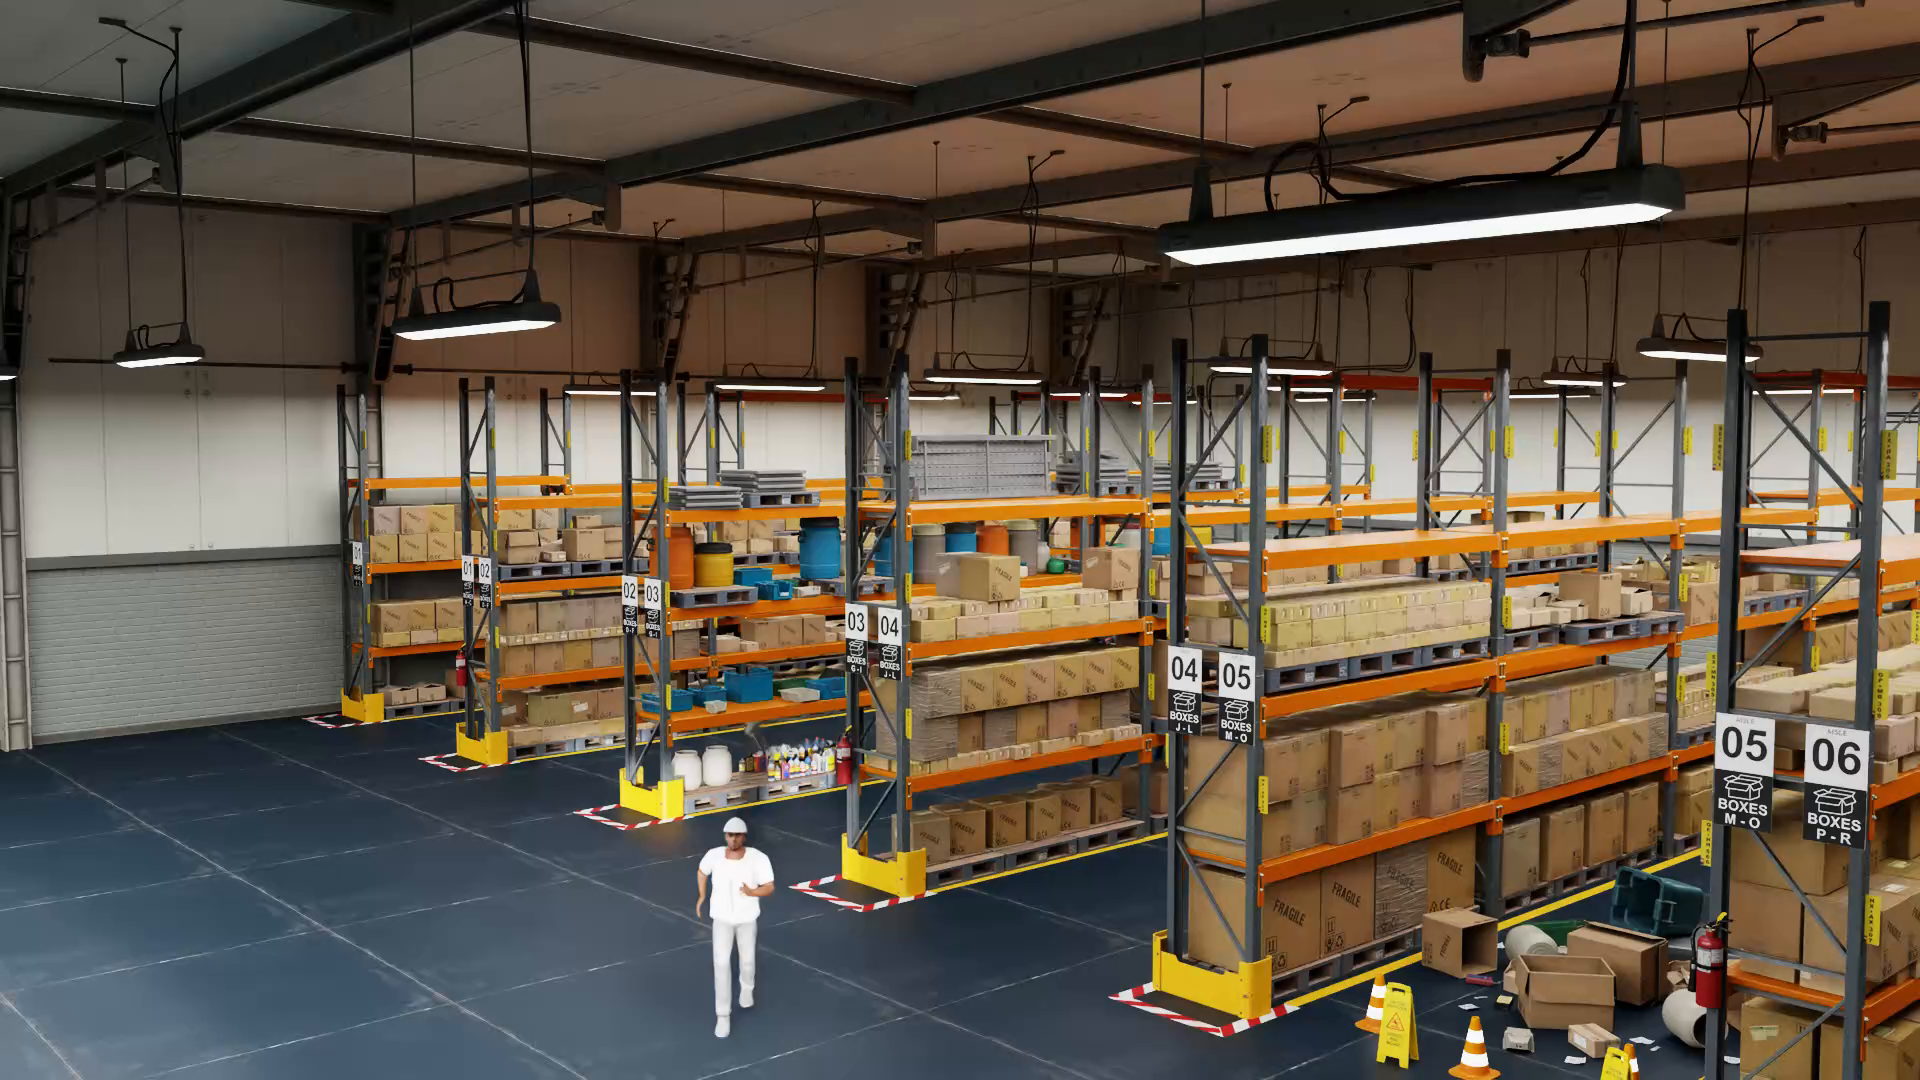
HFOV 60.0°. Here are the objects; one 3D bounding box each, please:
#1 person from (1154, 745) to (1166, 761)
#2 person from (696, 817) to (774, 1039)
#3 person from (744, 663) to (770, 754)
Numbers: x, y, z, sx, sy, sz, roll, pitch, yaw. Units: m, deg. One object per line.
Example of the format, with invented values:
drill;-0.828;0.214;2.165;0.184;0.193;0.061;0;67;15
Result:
person;3.124;2.715;25.601;0.536;1.575;0.664;3;5;36
person;-1.959;3.309;14.503;0.686;1.797;0.880;0;4;-4
person;-3.143;2.704;25.533;0.673;1.625;0.558;-3;5;-40
